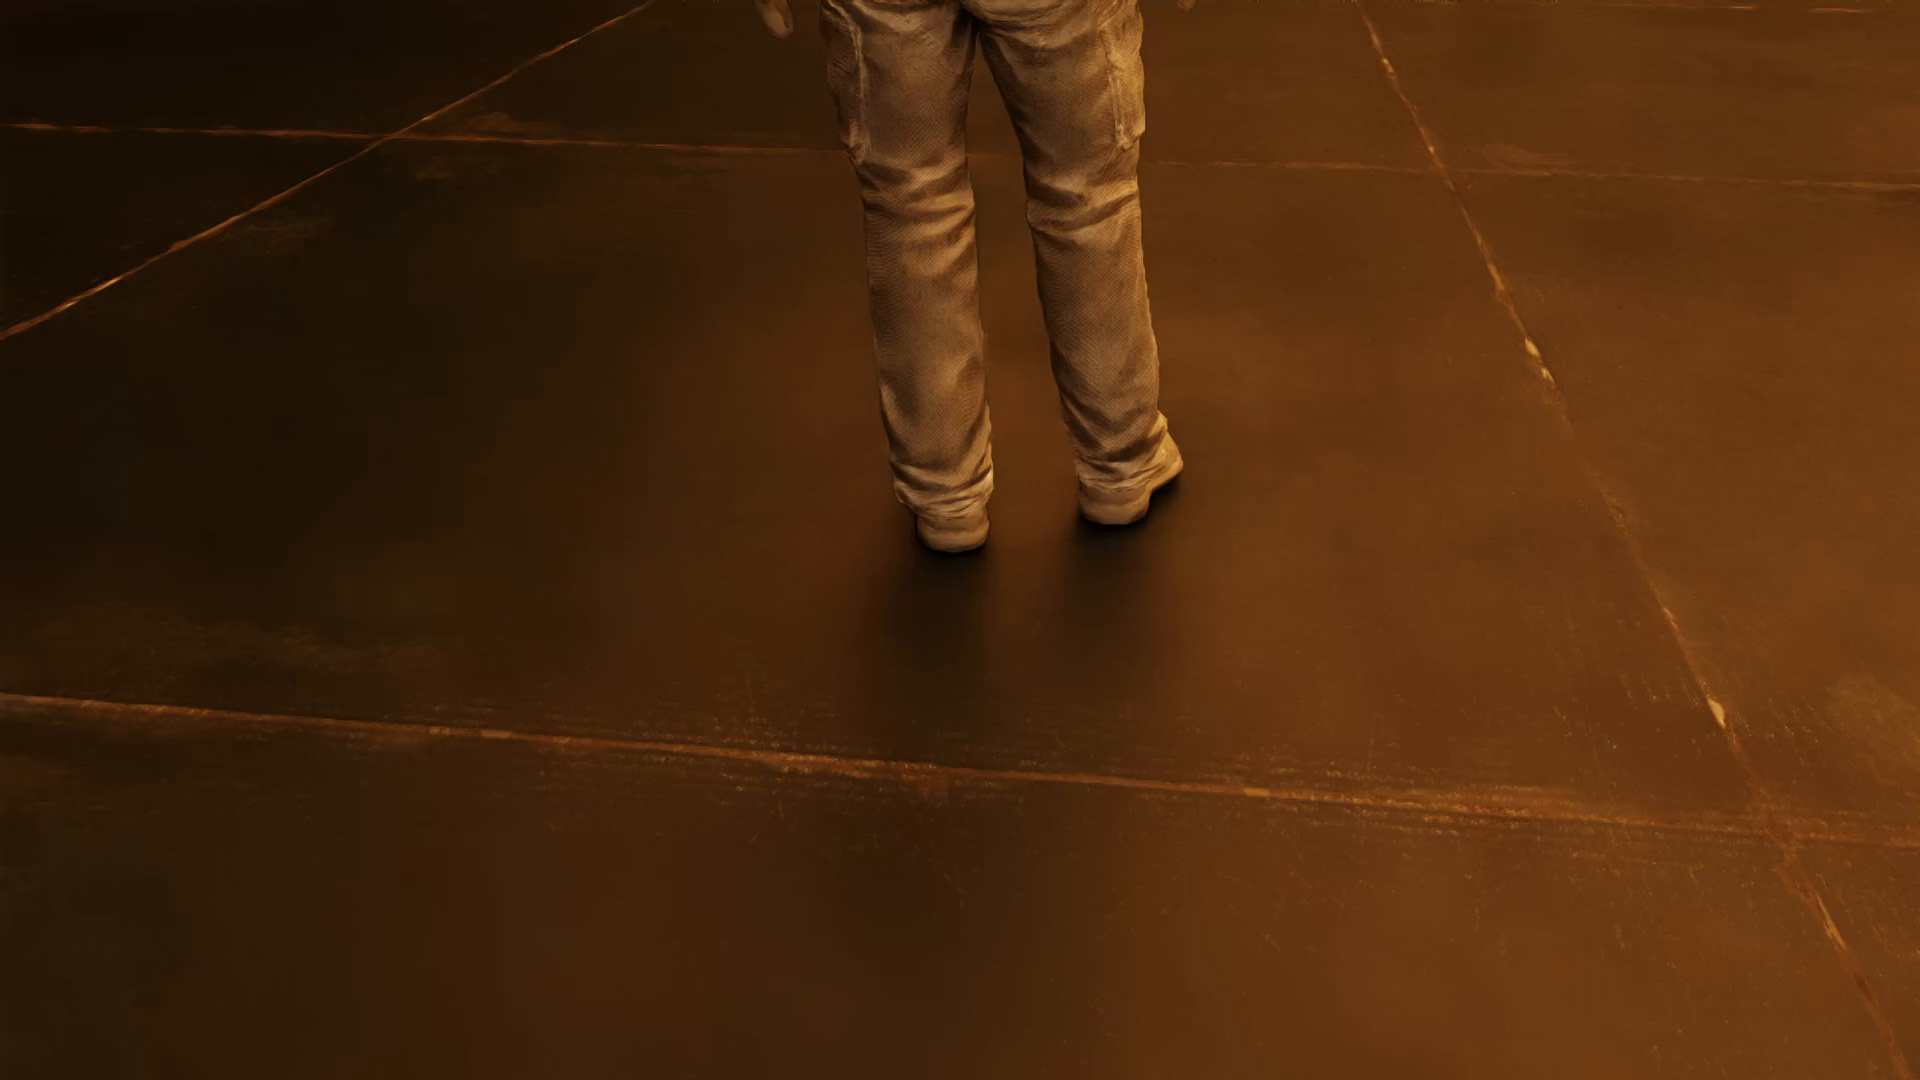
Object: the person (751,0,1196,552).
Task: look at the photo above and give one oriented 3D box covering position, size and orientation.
[{"bbox_3d":[0.017,-0.836,2.162,0.655,1.782,0.575,3,27,7],"label":"person"}]
